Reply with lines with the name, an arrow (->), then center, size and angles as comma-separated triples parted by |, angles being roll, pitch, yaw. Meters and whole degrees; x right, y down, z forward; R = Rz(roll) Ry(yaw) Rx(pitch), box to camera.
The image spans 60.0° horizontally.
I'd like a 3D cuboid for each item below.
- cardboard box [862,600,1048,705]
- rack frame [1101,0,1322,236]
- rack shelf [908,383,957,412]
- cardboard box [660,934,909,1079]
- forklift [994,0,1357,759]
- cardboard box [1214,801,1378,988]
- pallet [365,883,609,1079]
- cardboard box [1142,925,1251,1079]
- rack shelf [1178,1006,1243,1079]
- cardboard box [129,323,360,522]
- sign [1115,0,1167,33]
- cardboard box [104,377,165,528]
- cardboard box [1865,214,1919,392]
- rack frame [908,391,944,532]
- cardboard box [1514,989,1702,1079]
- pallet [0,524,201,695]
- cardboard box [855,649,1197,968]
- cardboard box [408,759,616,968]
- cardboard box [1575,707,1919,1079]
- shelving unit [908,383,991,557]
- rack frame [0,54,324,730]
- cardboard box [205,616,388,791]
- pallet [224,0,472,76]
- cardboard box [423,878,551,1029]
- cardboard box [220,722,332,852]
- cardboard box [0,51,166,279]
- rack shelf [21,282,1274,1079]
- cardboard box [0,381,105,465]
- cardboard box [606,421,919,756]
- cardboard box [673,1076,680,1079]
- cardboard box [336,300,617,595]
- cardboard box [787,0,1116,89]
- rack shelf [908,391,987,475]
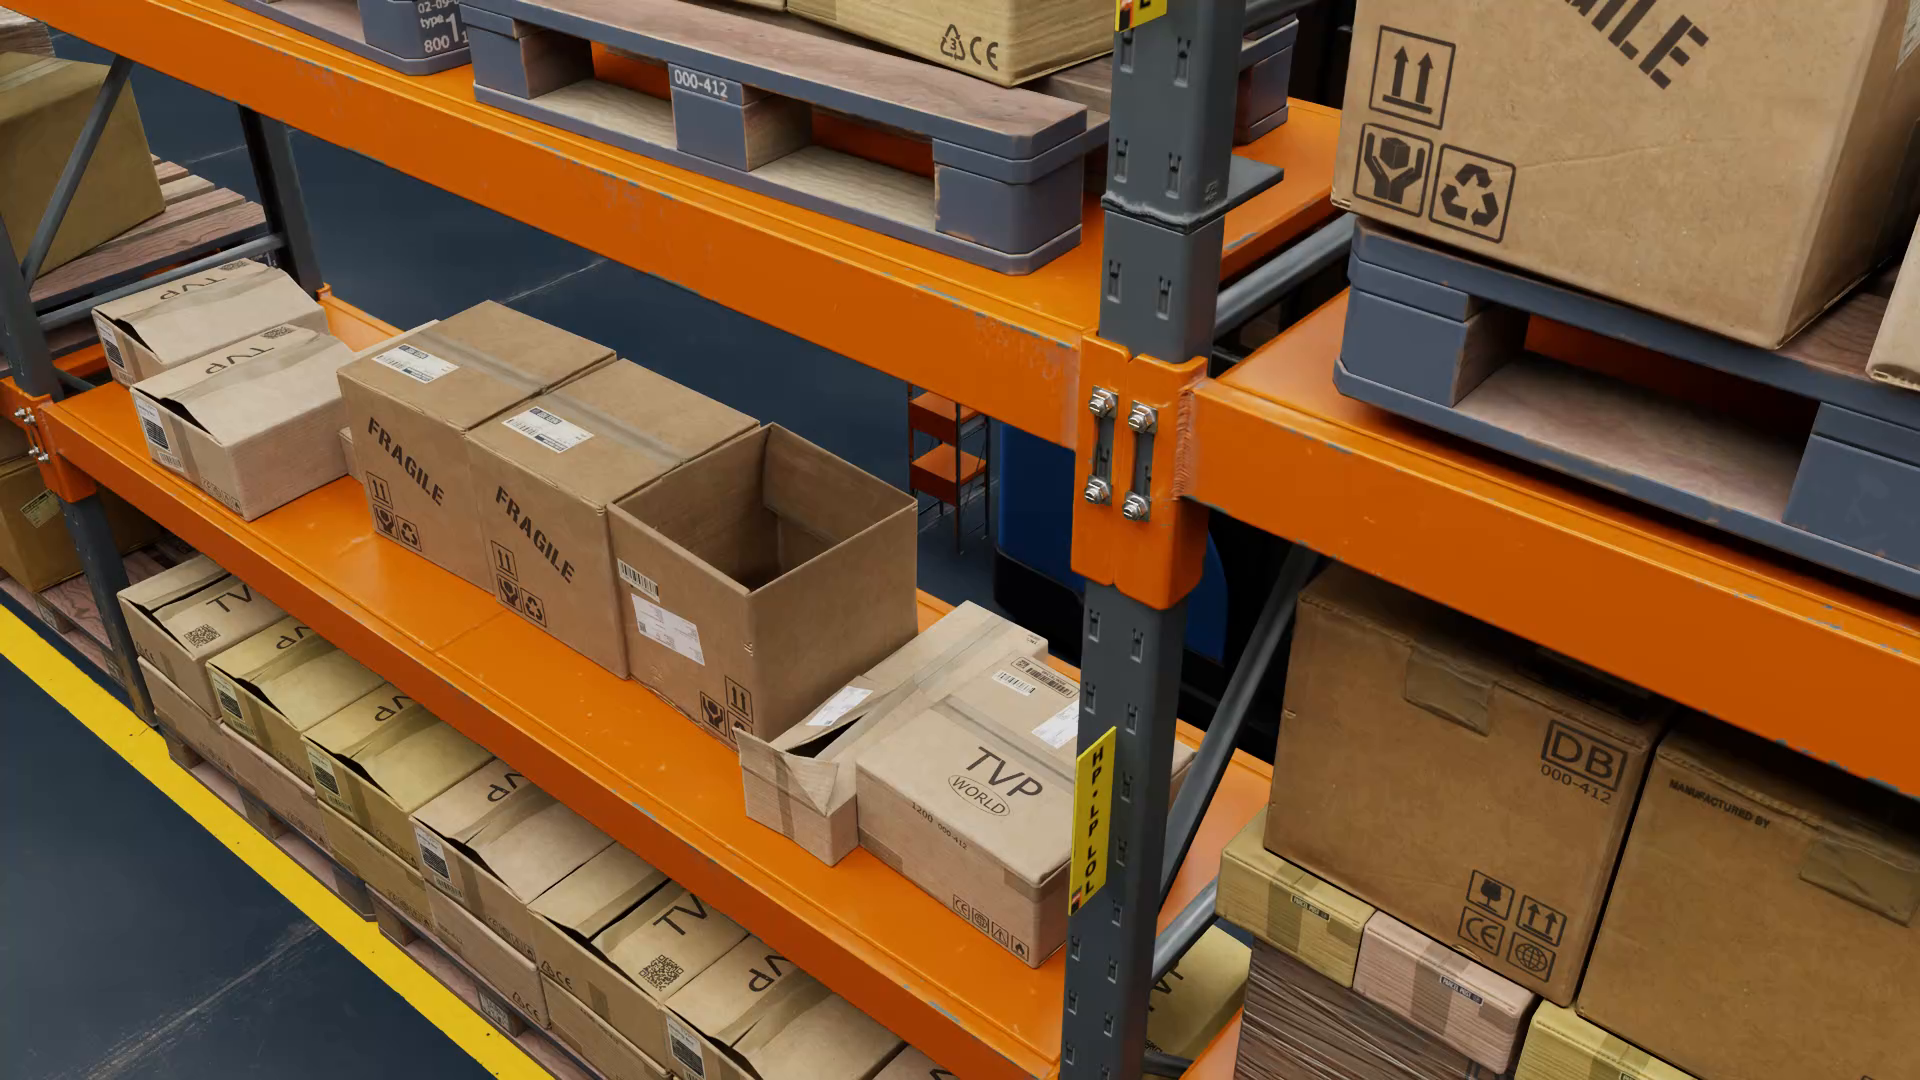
cardboard box -> -0.009, 0.328, 3.845 | 0.250, 0.149, 0.380 | 25, 42, 32
rack frame -> 0.541, -1.839, 1.479 | 0.127, 3.000, 1.000 | 25, 42, 32
rack shelf -> -0.041, -0.677, 6.326 | 0.240, 0.259, 0.215 | 25, 42, 32
cardboard box -> -0.357, 1.155, 3.980 | 0.500, 0.311, 0.500 | 27, 42, 33
forklift -> 1.559, -0.579, 5.004 | 3.031, 2.935, 1.130 | 27, 43, 34
cardboard box -> 0.624, 0.507, 2.701 | 0.250, 0.149, 0.380 | 25, 42, 32
pallet -> -0.992, 1.092, 4.974 | 1.213, 0.211, 1.003 | 25, 42, 32
cardboard box -> 0.383, 1.105, 4.054 | 0.500, 0.311, 0.500 | 25, 42, 32
rack shelf -> 2.079, 1.655, 2.326 | 4.000, 0.370, 1.077 | 25, 42, 32
cardboard box -> -1.969, -0.370, 4.718 | 0.500, 0.311, 0.500 | 25, 42, 31
sign -> 0.202, -0.706, 1.744 | 0.005, 0.325, 0.100 | 25, 42, 32
cardboard box -> -3.106, -0.442, 6.564 | 0.500, 0.500, 0.500 | 24, 41, 30
cardboard box -> 1.175, -0.304, 1.477 | 0.500, 0.311, 0.500 | 23, 41, 29
rack frame -> -0.135, -0.496, 6.545 | 0.008, 1.050, 0.200 | 25, 42, 32
cardboard box -> 1.017, 0.691, 2.433 | 0.250, 0.149, 0.380 | 24, 41, 31
pallet -> -3.082, 0.048, 6.494 | 1.213, 0.211, 1.003 | 25, 42, 32
cardboard box -> 0.135, 0.536, 3.452 | 0.500, 0.250, 0.500 | 28, 43, 35
cardboard box -> -1.123, 0.790, 4.512 | 0.500, 0.311, 0.500 | 25, 41, 31
cardboard box -> 1.276, 0.398, 2.286 | 0.500, 0.500, 0.700 | 25, 42, 32
shelving unit -> -0.041, -0.452, 6.481 | 0.252, 1.050, 0.215 | 25, 42, 32
rack frame -> -2.533, -0.815, 5.287 | 0.127, 3.000, 1.000 | 25, 42, 32
cardboard box -> -1.909, 0.418, 5.054 | 0.500, 0.311, 0.500 | 24, 41, 31
pallet -> -1.093, -1.363, 3.602 | 1.213, 0.211, 1.003 | 27, 43, 34
cardboard box -> -1.134, 1.016, 4.678 | 0.500, 0.250, 0.500 | 26, 42, 33
cardboard box -> -1.931, 0.645, 5.220 | 0.500, 0.250, 0.500 | 24, 41, 31
cardboard box -> -3.089, -1.208, 5.400 | 0.500, 0.500, 0.700 | 12, 36, 17
rack shelf -> -0.996, 0.206, 4.436 | 4.000, 0.370, 1.077 | 25, 42, 32
cardboard box -> -3.448, -0.530, 6.029 | 0.500, 0.250, 0.500 | 27, 43, 33
cardboard box -> -0.443, 0.117, 3.842 | 0.500, 0.500, 0.500 | 29, 44, 35
cardboard box -> -0.350, 1.386, 4.140 | 0.500, 0.250, 0.500 | 25, 41, 31
cardboard box -> -1.233, -0.255, 4.384 | 0.500, 0.500, 0.500 | 23, 41, 29
cardboard box -> 0.074, -0.941, 2.583 | 0.500, 0.250, 0.500 | -29, 44, -35
rack shelf -> -0.041, -0.443, 6.487 | 0.240, 0.259, 0.215 | 25, 42, 32
